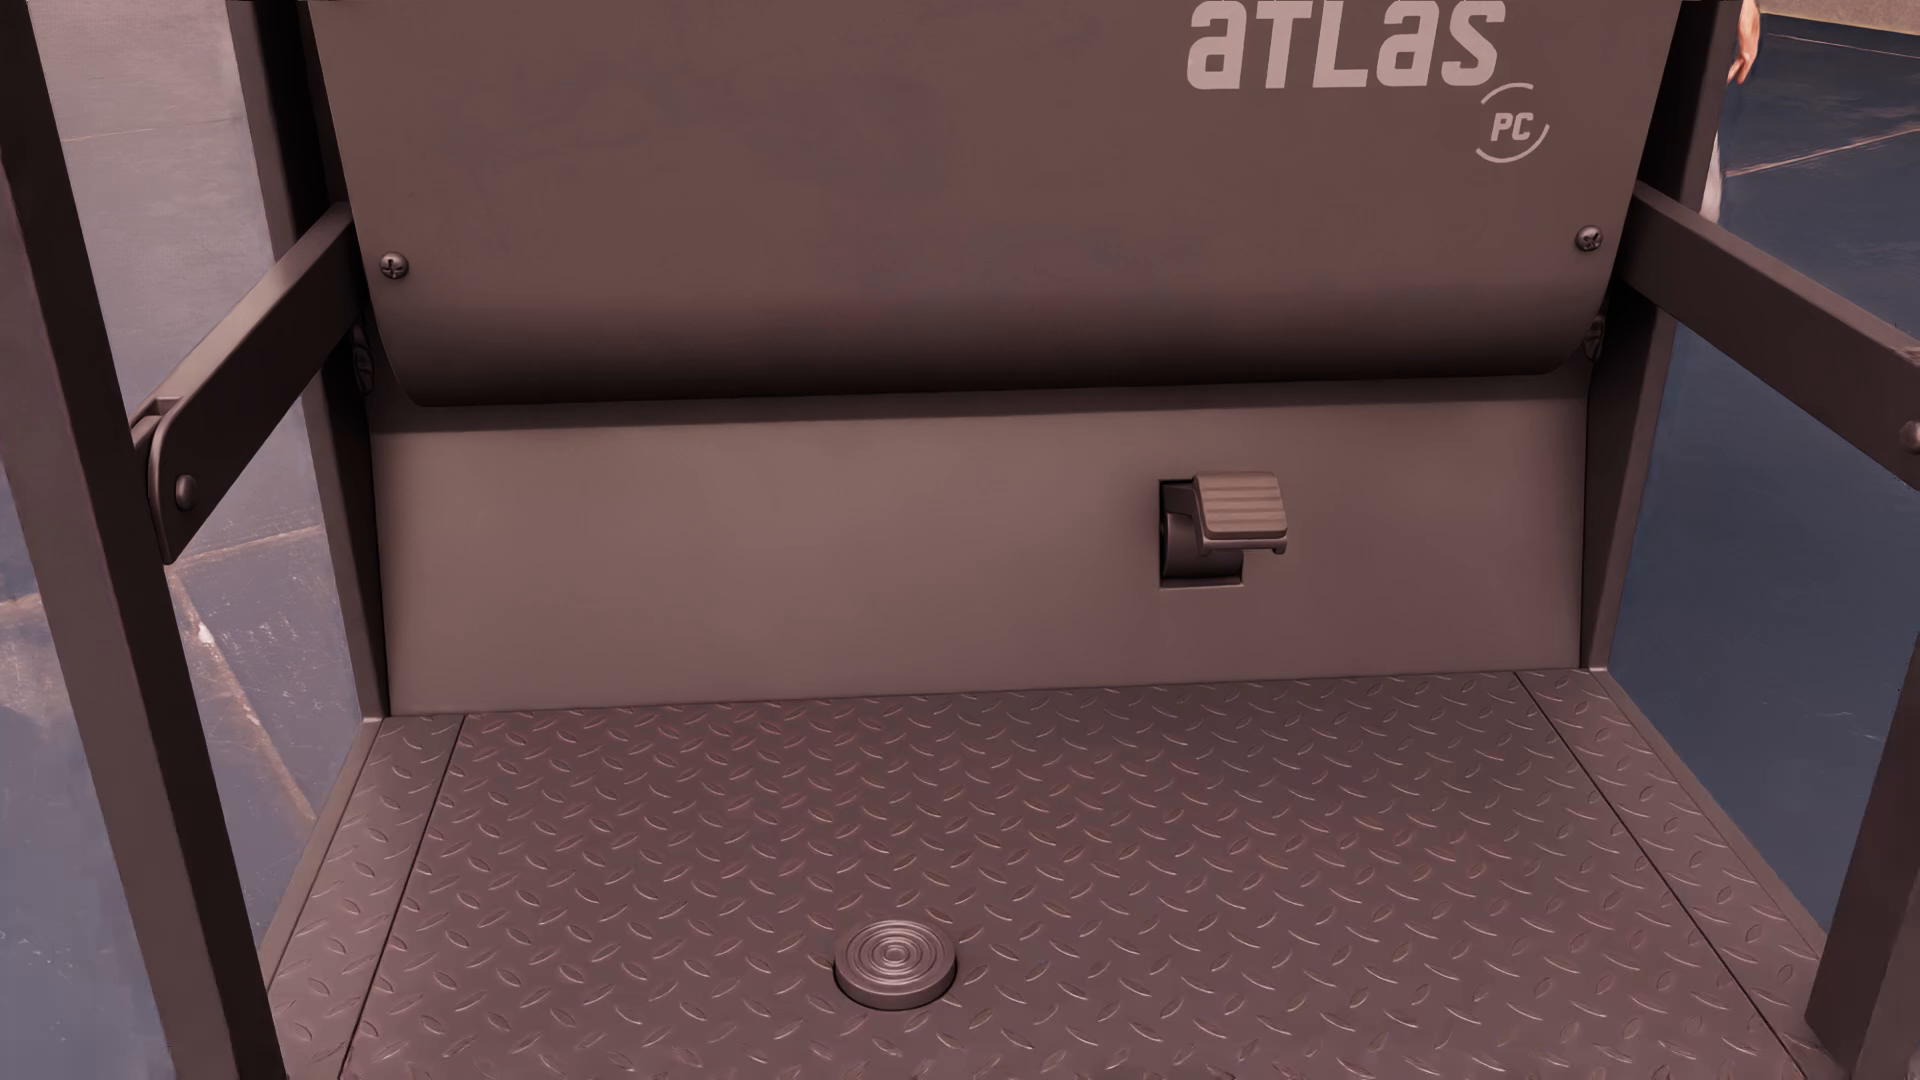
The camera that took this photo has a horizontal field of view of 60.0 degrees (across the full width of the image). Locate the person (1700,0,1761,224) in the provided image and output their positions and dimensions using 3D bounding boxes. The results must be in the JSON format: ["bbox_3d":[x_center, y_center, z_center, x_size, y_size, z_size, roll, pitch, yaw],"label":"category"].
[{"bbox_3d":[0.836,-0.797,2.409,0.740,1.523,0.434,-10,28,-19],"label":"person"}]

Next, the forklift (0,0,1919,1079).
[{"bbox_3d":[0.051,-0.767,0.759,1.130,2.935,3.031,-2,27,-4],"label":"forklift"}]
